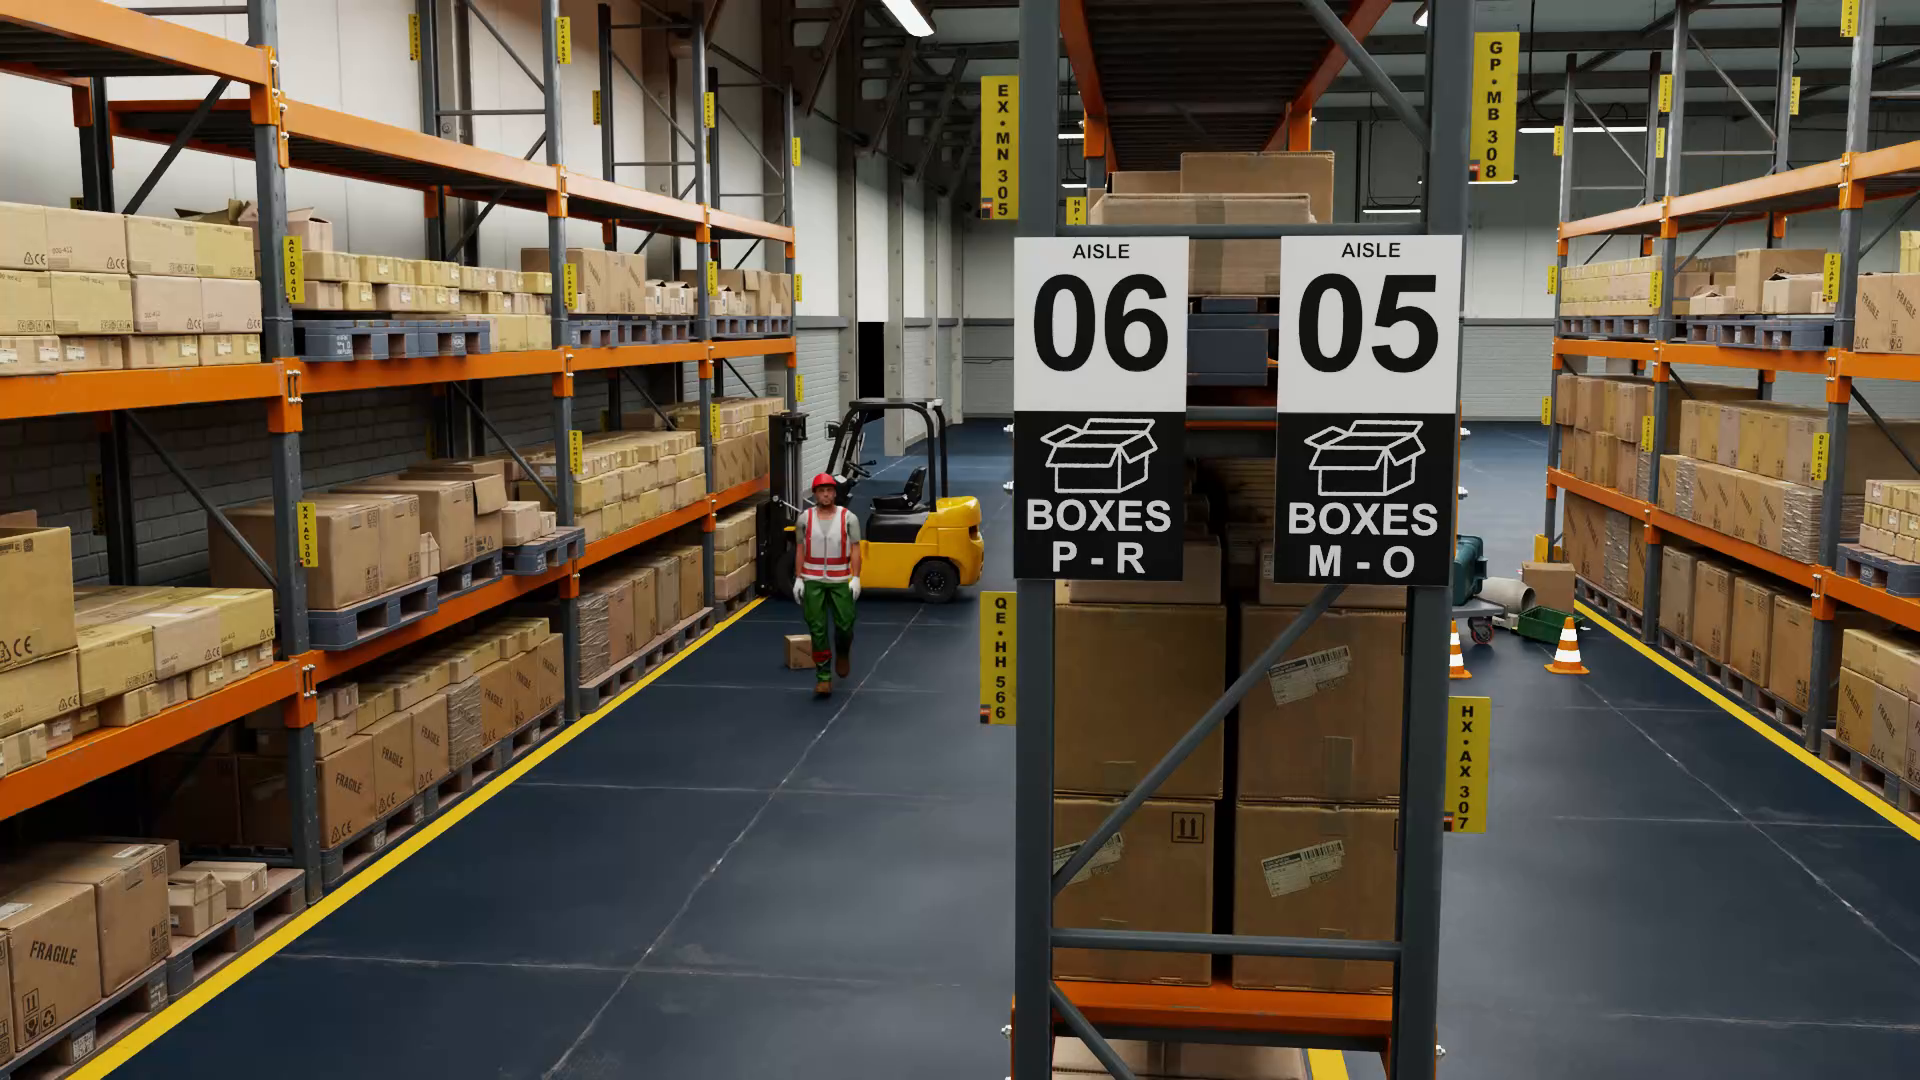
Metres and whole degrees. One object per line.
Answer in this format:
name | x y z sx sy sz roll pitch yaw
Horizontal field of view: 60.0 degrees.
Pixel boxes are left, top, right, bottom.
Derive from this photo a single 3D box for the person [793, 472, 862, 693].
person | -1.077 0.337 13.481 0.552 1.777 0.625 0 7 -1
